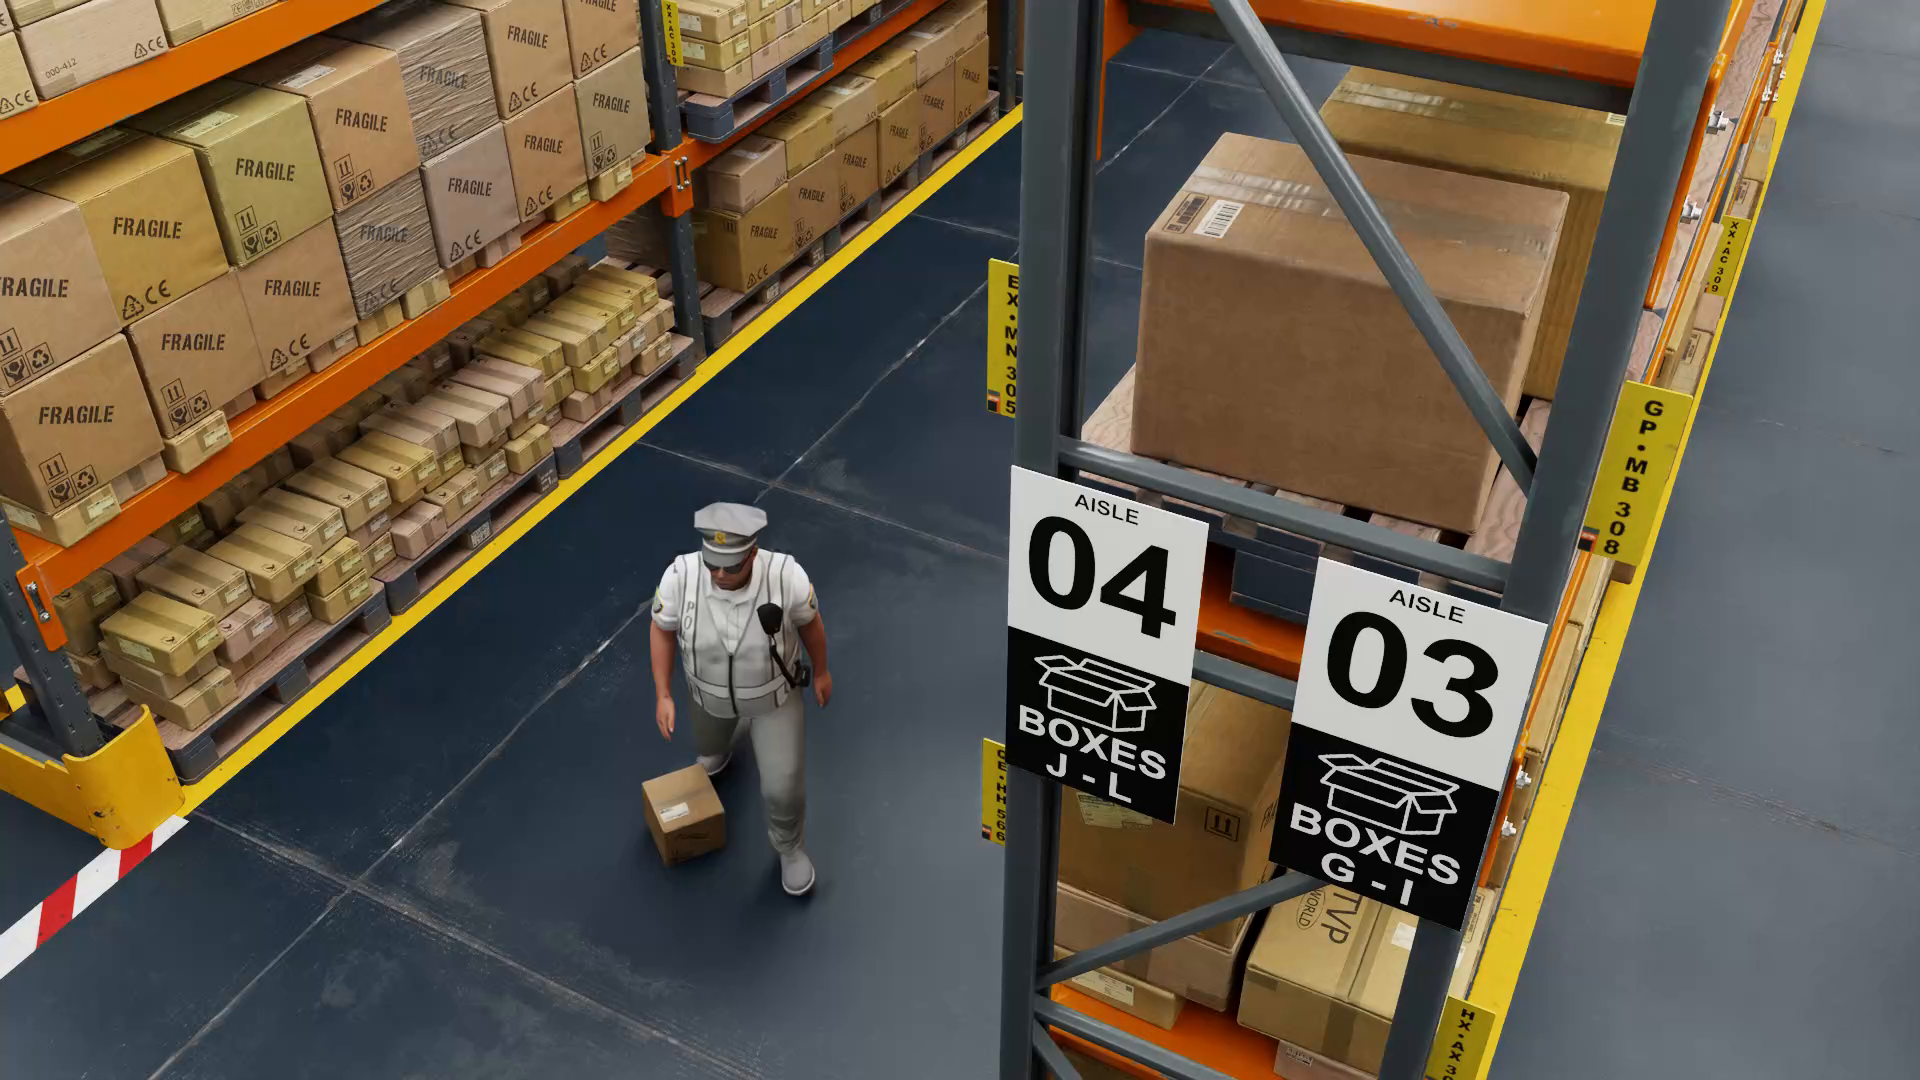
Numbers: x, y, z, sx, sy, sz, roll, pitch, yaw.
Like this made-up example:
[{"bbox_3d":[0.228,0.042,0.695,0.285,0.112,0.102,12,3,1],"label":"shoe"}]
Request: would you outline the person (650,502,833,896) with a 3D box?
[{"bbox_3d":[-0.791,0.444,6.170,0.637,1.699,0.836,3,38,3],"label":"person"}]
